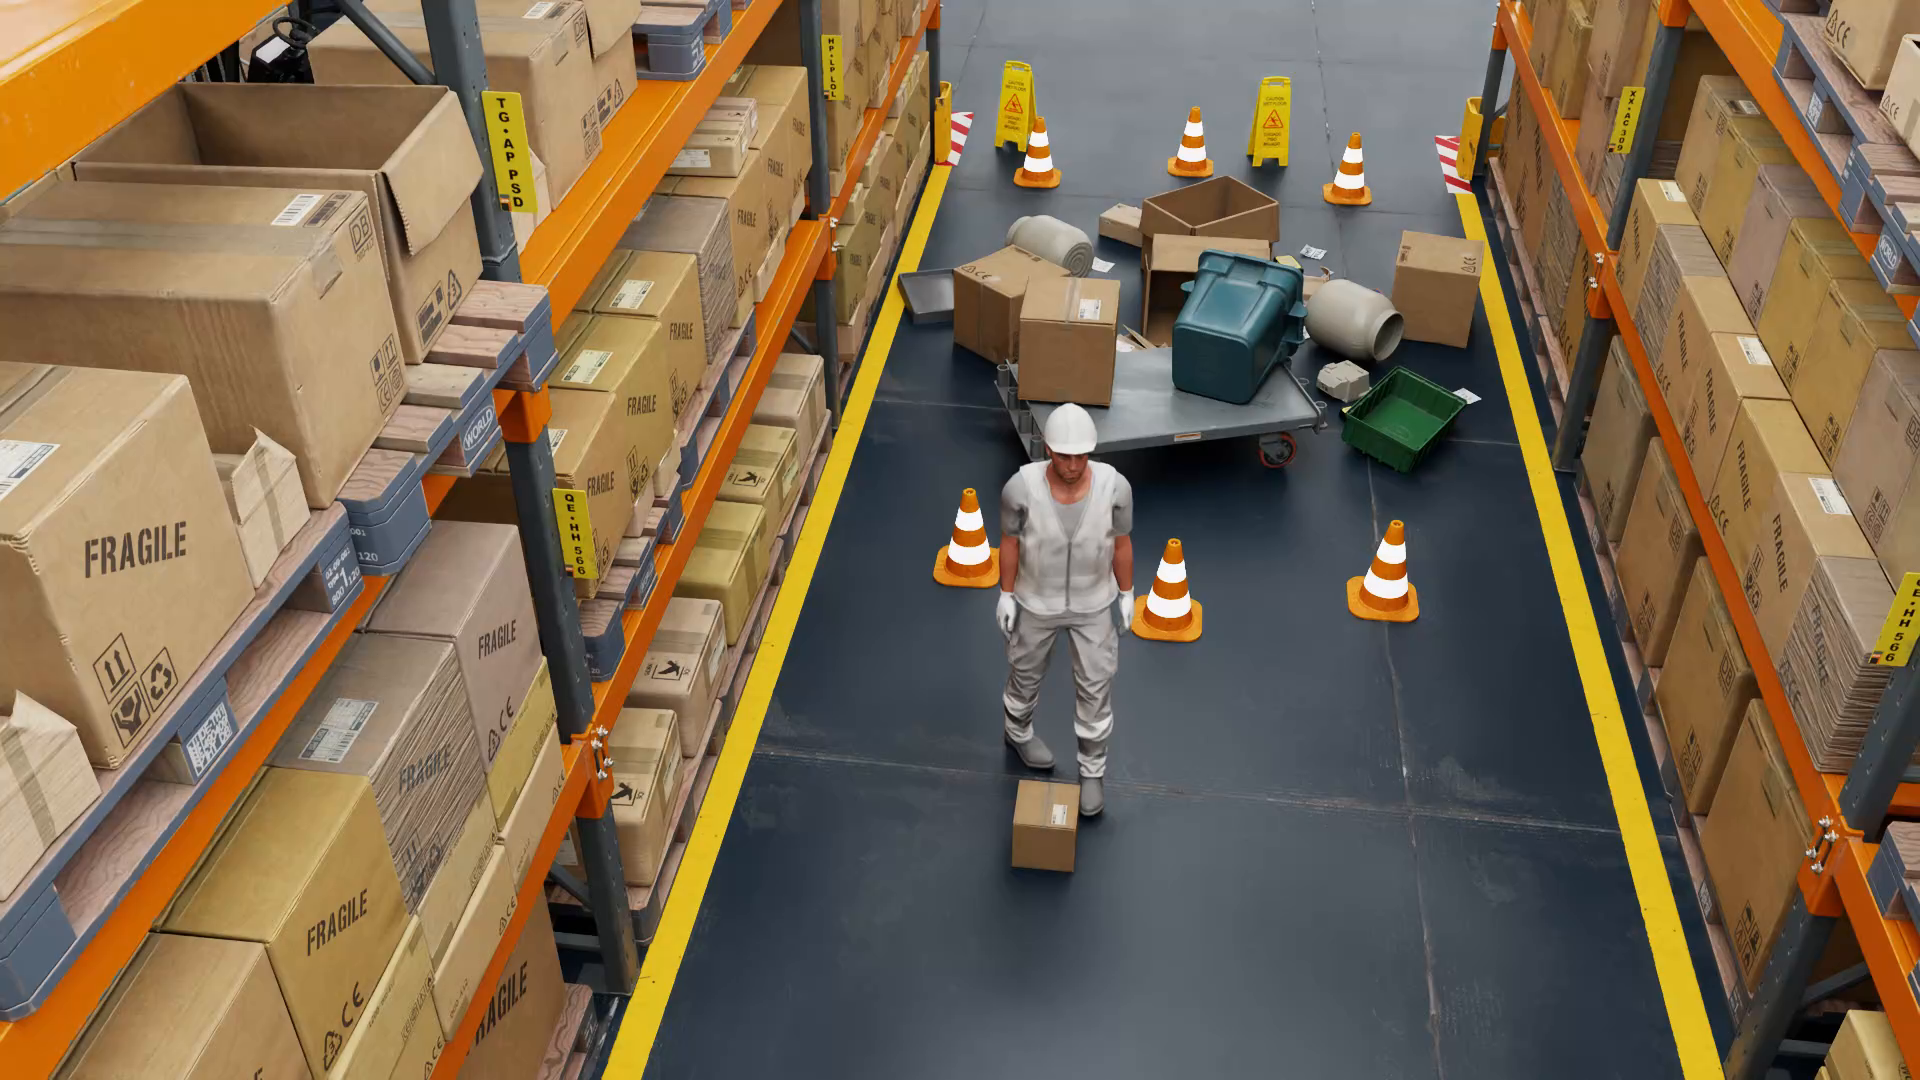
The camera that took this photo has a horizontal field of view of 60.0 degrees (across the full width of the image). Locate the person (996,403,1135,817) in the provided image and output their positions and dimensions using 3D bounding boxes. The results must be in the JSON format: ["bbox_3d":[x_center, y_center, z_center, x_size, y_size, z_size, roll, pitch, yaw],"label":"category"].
[{"bbox_3d":[0.430,0.289,6.616,0.564,1.792,0.569,-1,36,-2],"label":"person"}]
